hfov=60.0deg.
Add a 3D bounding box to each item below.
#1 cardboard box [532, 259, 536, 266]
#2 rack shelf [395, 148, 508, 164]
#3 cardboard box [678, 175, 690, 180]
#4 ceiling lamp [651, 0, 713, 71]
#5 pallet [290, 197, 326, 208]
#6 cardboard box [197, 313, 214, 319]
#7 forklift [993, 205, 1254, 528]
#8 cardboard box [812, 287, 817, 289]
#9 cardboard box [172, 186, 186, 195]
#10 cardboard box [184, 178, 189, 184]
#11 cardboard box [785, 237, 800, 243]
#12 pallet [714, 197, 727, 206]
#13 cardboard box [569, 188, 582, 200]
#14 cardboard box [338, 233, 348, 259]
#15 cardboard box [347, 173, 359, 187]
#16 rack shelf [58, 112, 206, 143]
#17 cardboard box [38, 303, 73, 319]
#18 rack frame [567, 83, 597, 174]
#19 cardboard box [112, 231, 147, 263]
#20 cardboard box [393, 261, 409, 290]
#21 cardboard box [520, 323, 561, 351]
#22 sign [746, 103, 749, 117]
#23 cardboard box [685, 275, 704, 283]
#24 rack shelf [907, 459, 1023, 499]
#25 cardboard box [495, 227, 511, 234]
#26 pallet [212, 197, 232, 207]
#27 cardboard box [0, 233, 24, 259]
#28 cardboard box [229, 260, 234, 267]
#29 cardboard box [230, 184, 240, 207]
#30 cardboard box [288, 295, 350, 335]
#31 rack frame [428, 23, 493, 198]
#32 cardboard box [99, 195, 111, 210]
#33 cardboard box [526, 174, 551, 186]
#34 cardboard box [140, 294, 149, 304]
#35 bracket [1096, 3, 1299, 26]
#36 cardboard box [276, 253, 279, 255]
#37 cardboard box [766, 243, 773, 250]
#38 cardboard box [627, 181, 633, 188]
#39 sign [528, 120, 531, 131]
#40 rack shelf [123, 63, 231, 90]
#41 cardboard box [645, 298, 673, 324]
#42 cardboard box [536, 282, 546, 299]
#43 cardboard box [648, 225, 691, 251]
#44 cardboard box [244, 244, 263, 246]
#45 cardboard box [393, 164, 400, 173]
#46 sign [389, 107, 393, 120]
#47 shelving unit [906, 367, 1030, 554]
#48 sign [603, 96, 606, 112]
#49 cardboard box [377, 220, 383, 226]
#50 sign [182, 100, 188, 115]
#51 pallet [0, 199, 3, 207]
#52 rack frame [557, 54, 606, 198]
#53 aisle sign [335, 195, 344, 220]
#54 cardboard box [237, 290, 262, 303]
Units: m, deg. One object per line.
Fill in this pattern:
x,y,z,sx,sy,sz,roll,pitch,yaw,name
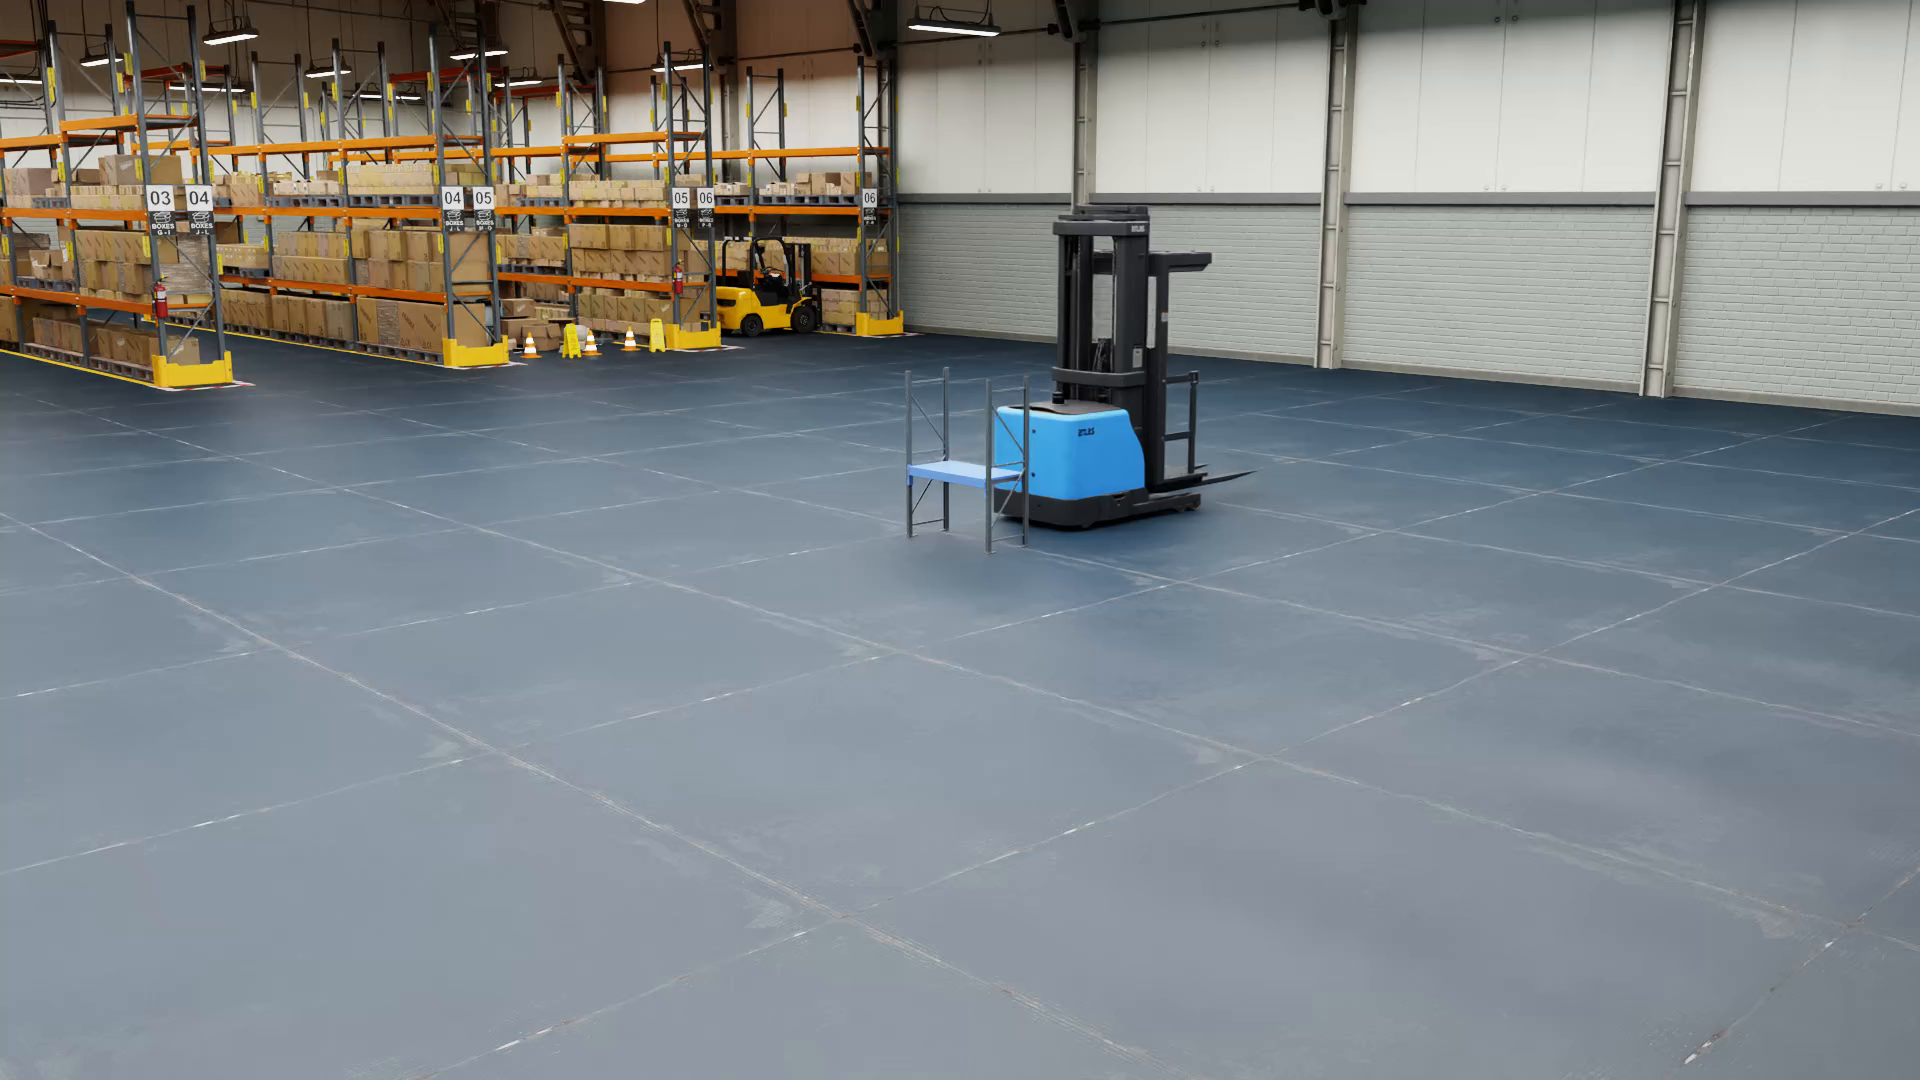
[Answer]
-9.415,-6.268,37.484,0.380,0.149,0.250,-11,16,-43,cardboard box
-12.310,-9.264,40.349,1.077,0.370,4.000,-11,16,-43,rack shelf
-6.596,-8.847,41.452,0.700,0.500,0.500,-11,16,-44,cardboard box
-6.073,-12.161,37.172,0.800,3.185,2.000,-11,16,-43,ceiling lamp
-13.181,-7.005,34.511,1.003,0.211,1.213,-10,15,-40,pallet
-17.718,-5.280,39.131,0.380,0.149,0.250,-11,16,-42,cardboard box
1.731,-1.770,16.240,3.031,2.935,1.130,-11,16,-42,forklift
-3.417,-5.700,38.440,0.500,0.250,0.500,-11,16,-44,cardboard box
-12.594,-5.697,27.078,0.380,0.149,0.250,-11,16,-43,cardboard box
-17.805,-8.342,38.678,0.380,0.149,0.250,-10,16,-41,cardboard box
-3.842,-6.967,38.703,0.380,0.149,0.250,-11,16,-43,cardboard box
-6.033,-8.401,41.291,1.003,0.211,1.213,-10,15,-40,pallet
-8.060,-7.437,35.777,0.500,0.250,0.500,-11,16,-44,cardboard box
-12.024,-5.904,33.408,0.700,0.500,0.500,-11,16,-44,cardboard box
-11.541,-6.979,32.266,0.500,0.250,0.500,-11,16,-42,cardboard box
-13.952,-6.910,27.939,1.077,0.370,4.000,-11,16,-43,rack shelf
-17.612,-4.466,32.400,0.500,0.250,0.500,-10,15,-40,cardboard box
-10.103,-10.796,45.013,1.000,3.000,0.127,-11,16,-43,rack frame
-13.823,-4.909,27.842,0.500,0.500,0.500,-11,16,-43,cardboard box
-10.291,-5.079,31.759,0.875,0.550,0.500,-11,16,-43,cardboard box
-8.448,-4.095,33.541,0.637,0.503,0.797,1,12,6,cardboard box
-4.963,-10.048,38.868,0.100,0.325,0.005,-11,16,-43,sign
-5.489,-5.370,34.164,0.380,0.149,0.250,-11,16,-42,cardboard box
0.059,-0.546,14.736,0.538,0.185,1.000,-11,16,-43,rack shelf
-11.092,-7.227,39.828,0.500,0.500,0.500,11,16,43,cardboard box
-16.133,-7.582,37.313,1.213,0.211,1.003,-11,16,-43,pallet
-19.037,-5.946,33.603,0.797,0.503,0.637,-10,16,-41,cardboard box
-15.994,-6.156,36.939,0.380,0.149,0.250,-10,15,-41,cardboard box
-15.714,-7.588,36.627,0.500,0.500,0.500,-11,16,-43,cardboard box
-13.477,-4.753,35.080,1.050,0.750,0.750,-11,16,-42,cardboard box
-8.914,-7.648,29.733,1.000,3.000,0.127,-11,16,-43,rack frame
-14.134,-5.685,28.010,0.500,0.250,0.500,-11,16,-44,cardboard box
-9.379,-8.057,37.243,0.500,0.250,0.500,-11,16,-42,cardboard box
-13.299,-3.989,27.462,0.380,0.149,0.250,-11,16,-43,cardboard box
4.319,-9.671,30.630,0.076,0.066,4.783,-11,16,-43,bracket
-14.816,-6.243,36.627,0.380,0.149,0.250,-10,15,-40,cardboard box
-4.369,-6.936,39.289,0.380,0.149,0.250,-10,16,-41,cardboard box
-6.654,-7.360,34.413,0.250,0.149,0.380,11,16,44,cardboard box
-12.450,-11.989,48.097,0.100,0.325,0.005,-11,16,-43,sign
-18.582,-10.967,39.387,1.077,0.370,4.000,-11,16,-43,rack shelf
-6.146,-4.721,34.308,0.500,0.500,0.500,-11,16,-42,cardboard box
-11.657,-7.099,47.090,0.500,0.500,0.500,-11,16,-42,cardboard box
-5.915,-6.143,33.831,0.500,0.500,0.700,11,16,44,cardboard box
-16.071,-6.652,37.873,0.250,0.149,0.380,11,16,43,cardboard box
-10.270,-6.889,30.838,0.380,0.149,0.250,-11,16,-43,cardboard box
-14.109,-10.565,41.185,0.100,0.325,0.005,-11,16,-43,sign
0.059,-0.722,14.700,0.538,1.500,1.048,-11,16,-43,shelving unit
-7.761,-9.506,36.238,0.100,0.325,0.005,-11,16,-43,sign
-14.789,-8.180,42.848,0.380,0.149,0.250,-11,16,-43,cardboard box
-17.606,-9.823,37.777,0.100,0.325,0.005,-11,16,-43,sign
-19.353,-6.827,33.649,1.003,0.211,1.213,-10,15,-40,pallet
-8.166,-8.936,35.986,1.000,3.000,0.127,-11,16,-43,rack frame
-16.713,-8.993,44.684,0.394,0.787,0.004,-11,16,-43,aisle sign
-15.797,-5.438,37.167,0.500,0.250,0.500,-10,16,-41,cardboard box
